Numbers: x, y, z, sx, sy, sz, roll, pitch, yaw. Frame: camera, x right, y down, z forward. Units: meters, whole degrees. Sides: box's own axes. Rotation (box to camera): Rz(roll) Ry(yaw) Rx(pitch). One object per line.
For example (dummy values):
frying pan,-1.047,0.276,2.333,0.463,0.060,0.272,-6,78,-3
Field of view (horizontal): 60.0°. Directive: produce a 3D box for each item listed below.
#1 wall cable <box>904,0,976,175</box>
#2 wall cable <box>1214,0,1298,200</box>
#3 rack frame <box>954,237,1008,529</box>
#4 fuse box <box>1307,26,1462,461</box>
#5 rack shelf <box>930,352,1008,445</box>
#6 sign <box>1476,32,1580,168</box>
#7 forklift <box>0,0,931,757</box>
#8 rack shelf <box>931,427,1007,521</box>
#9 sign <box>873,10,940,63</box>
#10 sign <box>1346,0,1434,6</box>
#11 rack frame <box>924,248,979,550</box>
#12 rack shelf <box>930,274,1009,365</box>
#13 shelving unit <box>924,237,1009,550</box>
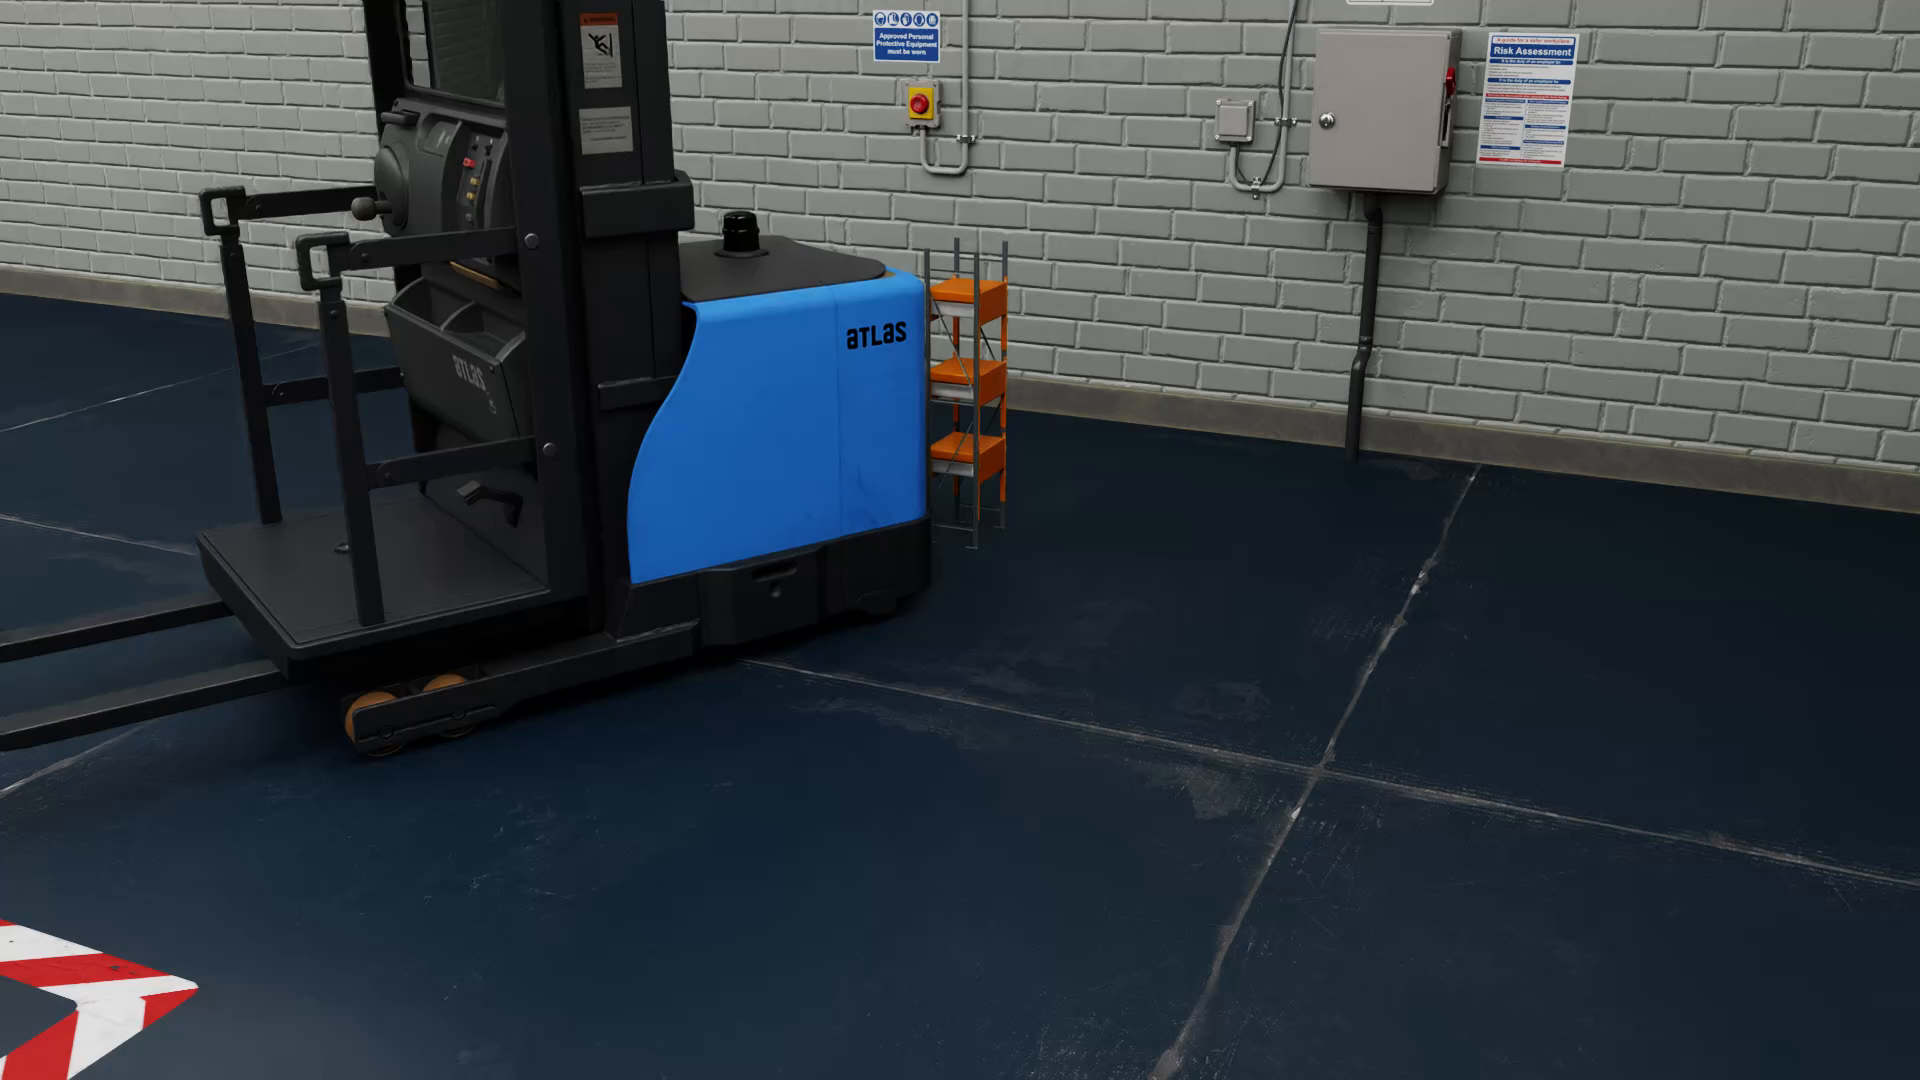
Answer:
wall cable,-0.218,-2.564,7.138,0.585,1.953,0.123,9,21,23
wall cable,1.081,-2.358,6.606,0.588,1.984,0.122,9,21,23
rack frame,0.072,-0.548,5.944,0.200,1.050,0.008,9,21,23
fuse box,1.639,-1.131,6.594,0.539,1.711,0.414,9,21,23
rack shelf,0.022,-0.501,5.842,0.215,0.259,0.240,9,21,23
sign,2.174,-1.688,6.381,0.329,0.494,0.001,9,21,23
forklift,-1.588,-1.013,4.442,3.031,2.935,1.130,-13,24,-33
rack shelf,0.022,-0.239,5.936,0.215,0.259,0.240,9,21,23
sign,-0.237,-2.223,7.340,0.327,0.218,0.001,9,21,23
sign,1.673,-2.198,6.439,0.339,0.242,0.001,9,21,23
rack frame,-0.028,-0.474,5.734,0.200,1.050,0.008,9,21,23
rack shelf,0.022,-0.768,5.747,0.215,0.259,0.240,9,21,23
shelving unit,0.022,-0.511,5.839,0.215,1.050,0.252,9,21,23
